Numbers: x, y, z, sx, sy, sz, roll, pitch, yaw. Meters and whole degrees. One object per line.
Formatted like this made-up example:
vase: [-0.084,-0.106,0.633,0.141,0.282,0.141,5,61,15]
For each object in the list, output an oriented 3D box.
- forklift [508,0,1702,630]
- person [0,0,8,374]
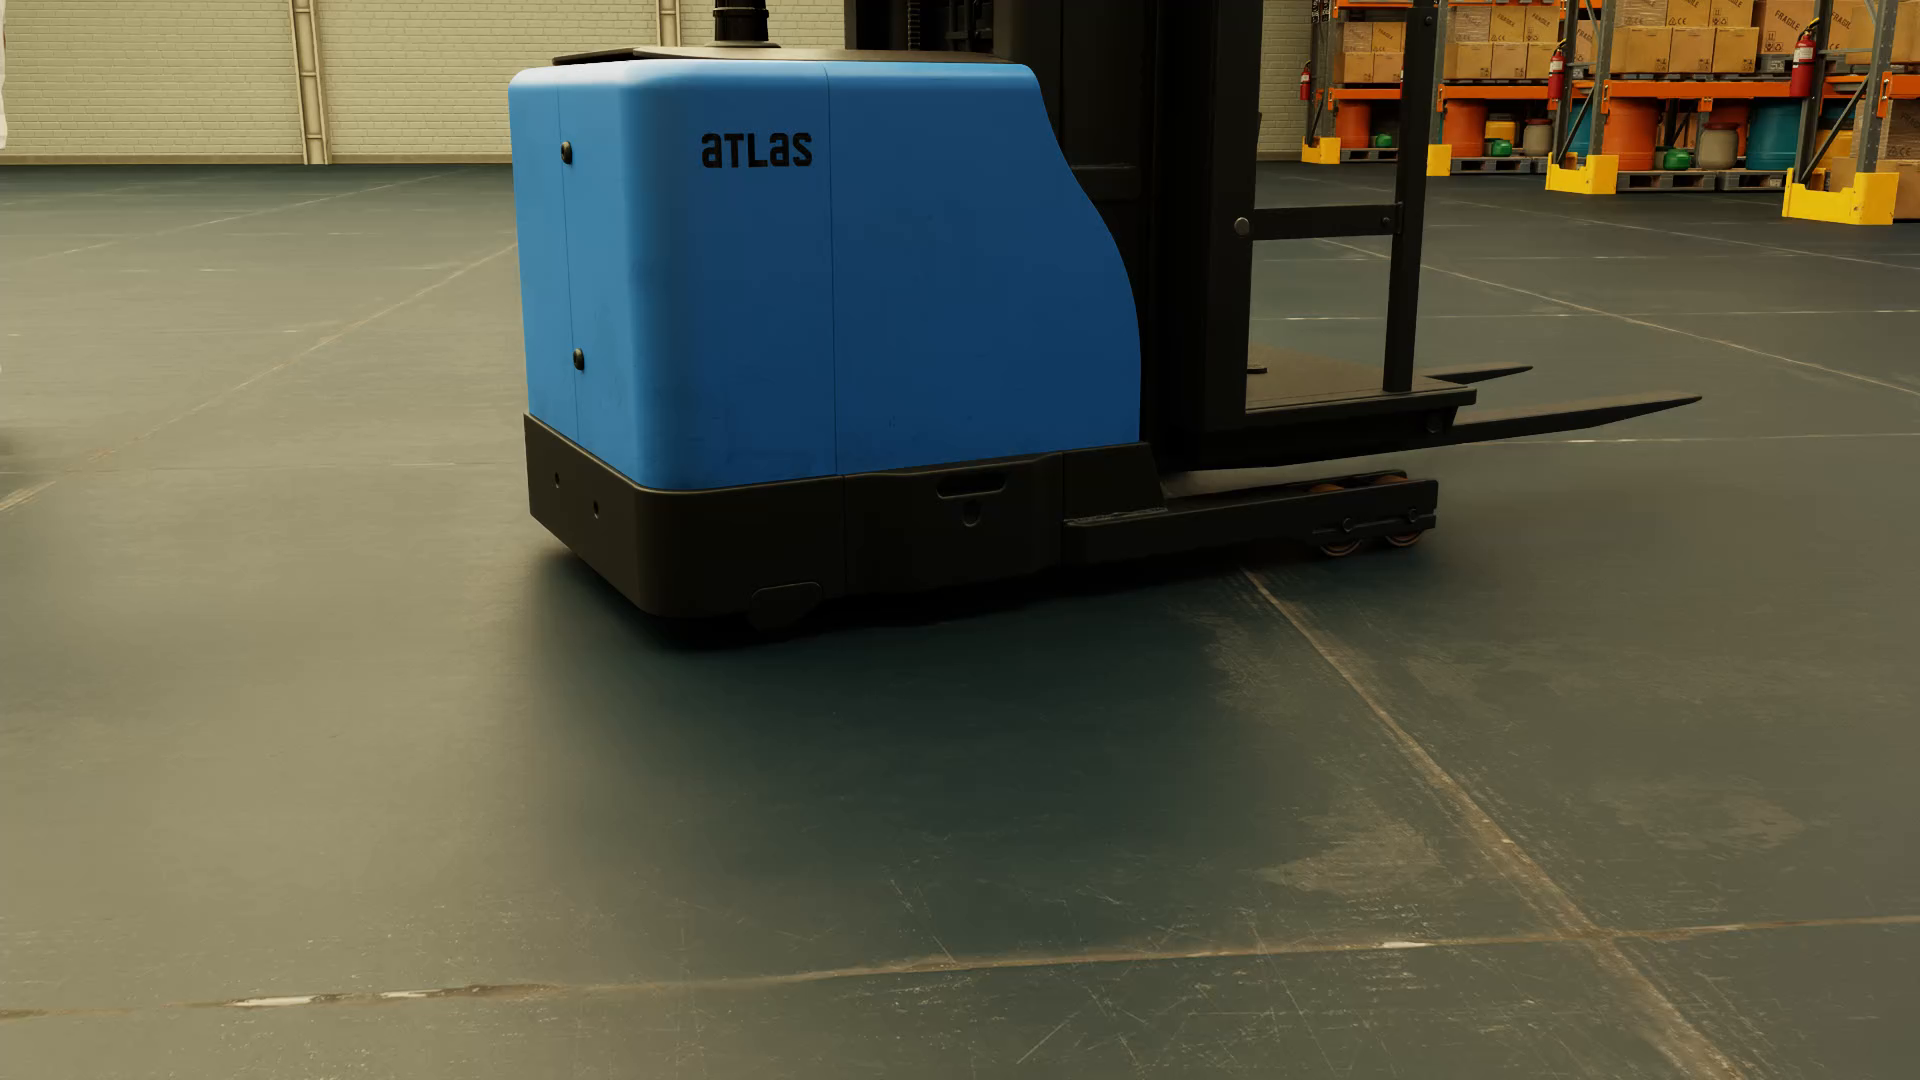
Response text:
forklift: [0.538,-1.490,3.837,3.031,2.935,1.130,-8,17,-27]
person: [-3.086,-1.174,4.865,0.576,1.784,0.657,-1,15,-3]
